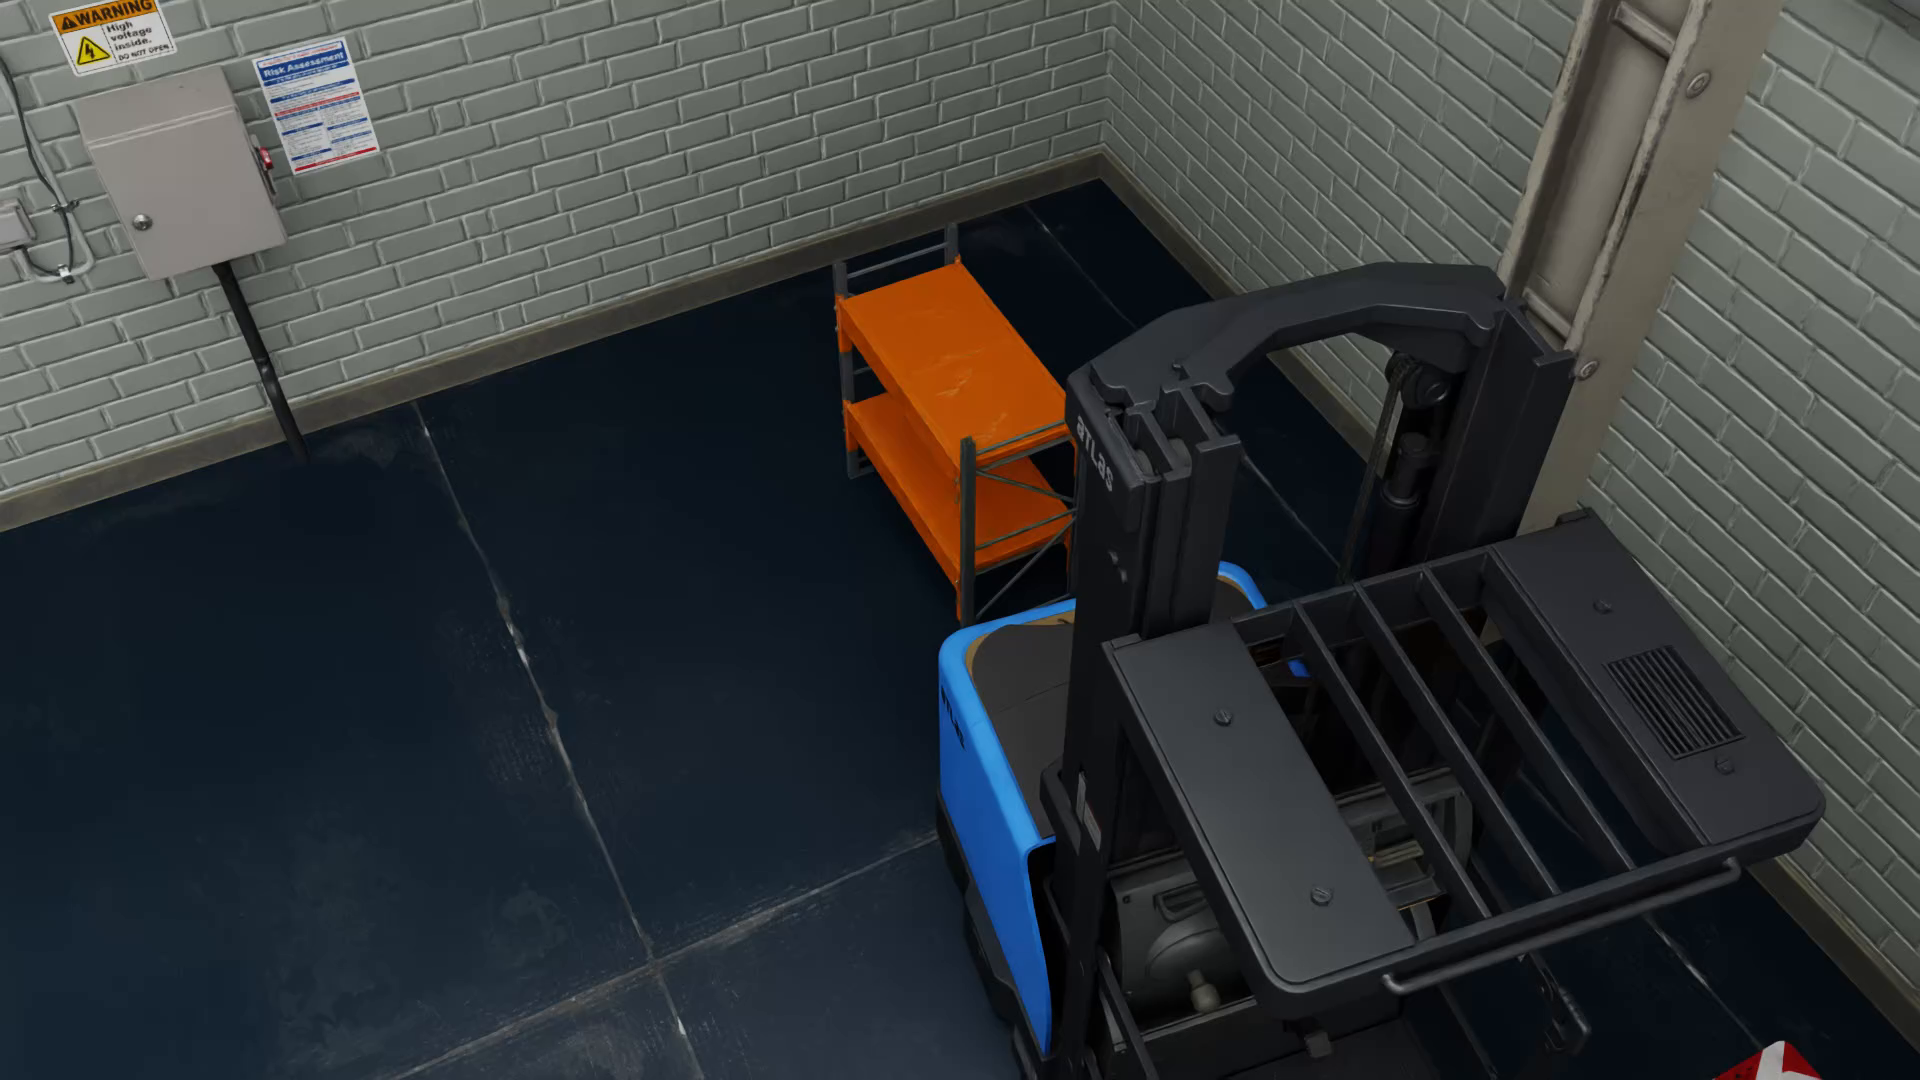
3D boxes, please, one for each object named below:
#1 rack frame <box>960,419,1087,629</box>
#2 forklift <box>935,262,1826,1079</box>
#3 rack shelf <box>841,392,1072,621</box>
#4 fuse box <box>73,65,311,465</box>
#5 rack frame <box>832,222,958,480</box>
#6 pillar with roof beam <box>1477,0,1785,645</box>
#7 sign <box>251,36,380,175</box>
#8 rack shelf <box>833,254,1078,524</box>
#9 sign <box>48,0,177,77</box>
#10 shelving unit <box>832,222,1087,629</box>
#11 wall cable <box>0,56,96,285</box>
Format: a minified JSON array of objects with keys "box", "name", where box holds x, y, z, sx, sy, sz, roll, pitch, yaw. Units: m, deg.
[{"box":[0.230,-0.035,5.926,0.500,1.125,0.032,-21,52,-18],"name":"rack frame"},{"box":[0.879,0.957,3.858,1.130,2.935,3.031,-15,50,-12],"name":"forklift"},{"box":[-0.003,-0.214,6.407,0.538,0.278,1.000,-21,52,-18],"name":"rack shelf"},{"box":[-2.700,-0.887,6.281,0.539,1.711,0.414,-21,52,-18],"name":"fuse box"},{"box":[-0.236,-0.715,6.521,0.500,1.125,0.032,-21,52,-18],"name":"rack frame"},{"box":[-1.882,-1.238,1.747,9.100,9.000,0.400,-21,52,-18],"name":"pillar with roof beam"},{"box":[-2.355,-1.588,6.102,0.329,0.494,0.001,-21,52,-18],"name":"sign"},{"box":[-0.003,-0.568,6.003,0.538,0.278,1.000,-21,52,-18],"name":"rack shelf"},{"box":[-2.844,-1.702,5.590,0.339,0.242,0.001,-21,52,-18],"name":"sign"},{"box":[-0.003,-0.375,6.223,0.538,1.125,1.048,-21,52,-18],"name":"shelving unit"},{"box":[-3.378,-1.516,5.300,0.588,1.984,0.122,-21,52,-18],"name":"wall cable"}]
